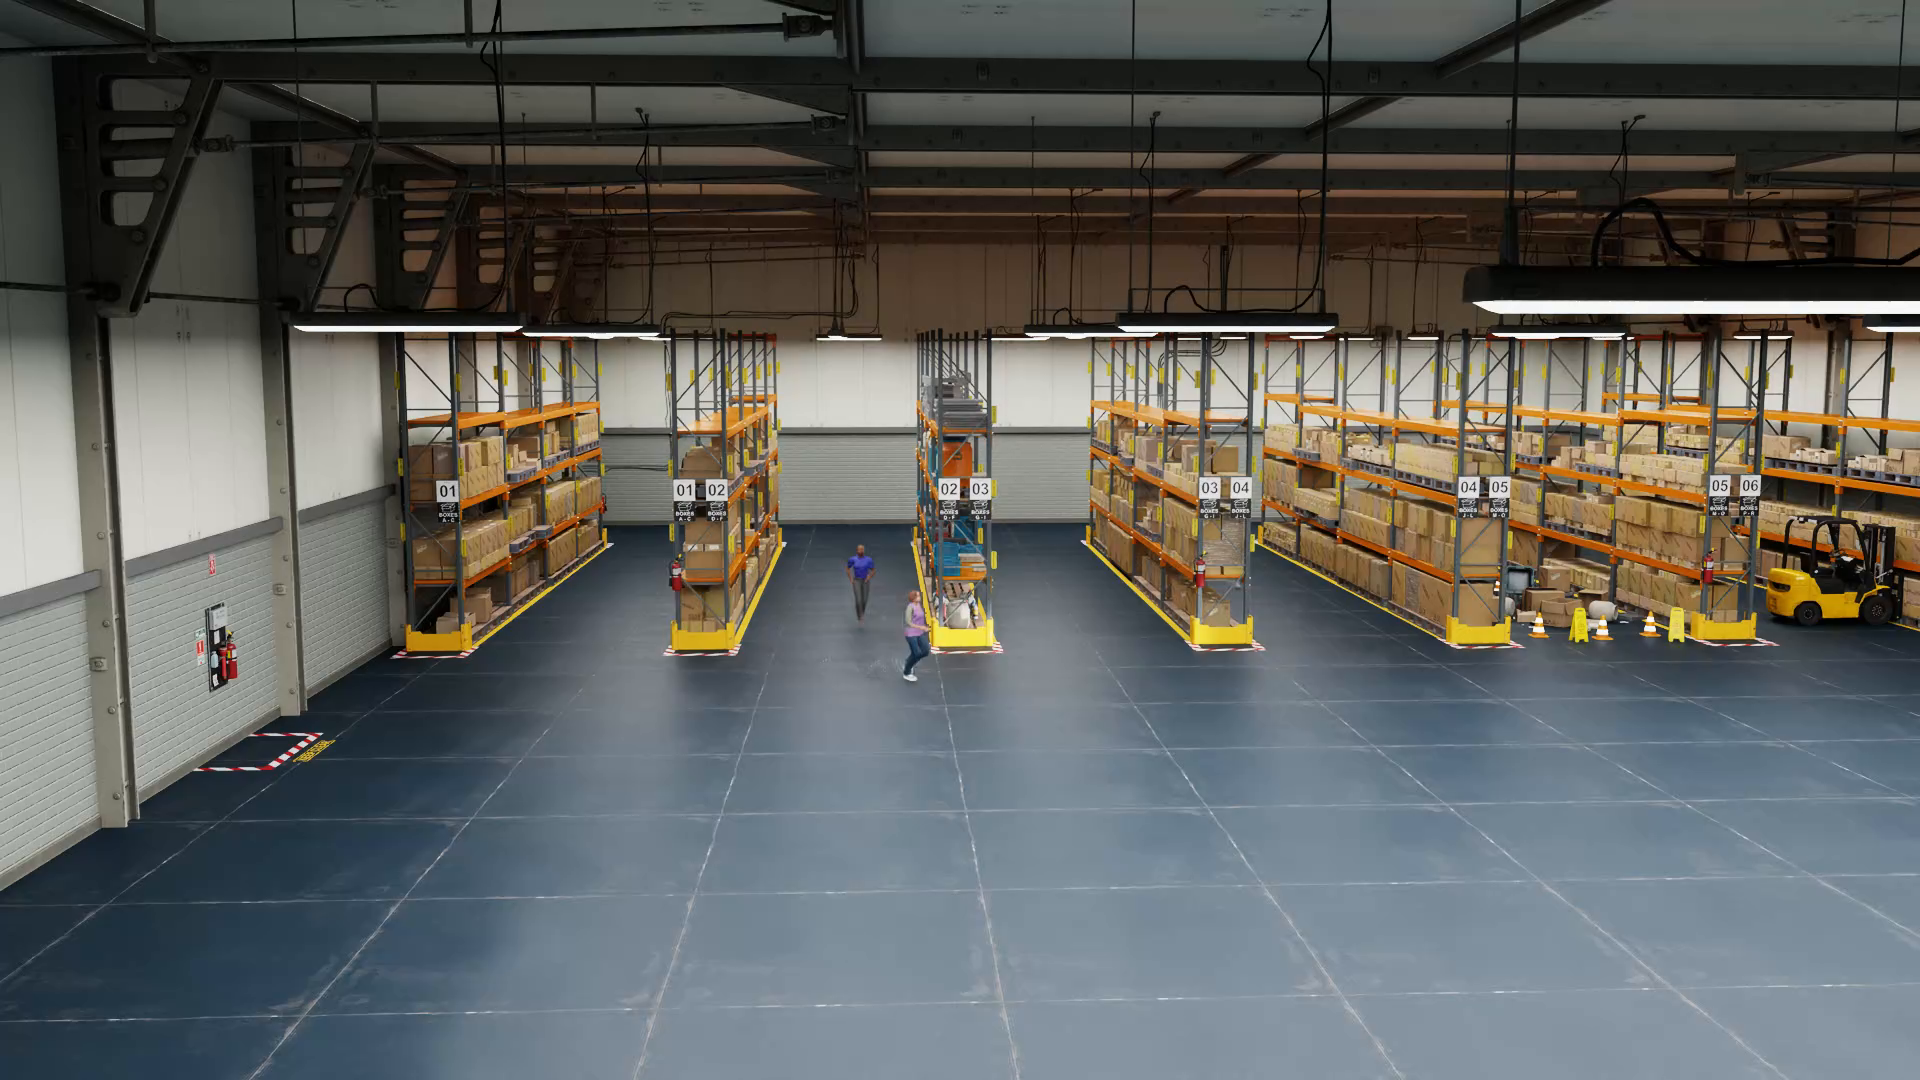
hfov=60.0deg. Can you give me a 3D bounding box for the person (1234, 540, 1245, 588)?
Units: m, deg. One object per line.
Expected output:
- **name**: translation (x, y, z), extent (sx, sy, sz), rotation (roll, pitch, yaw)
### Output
- **person**: translation (6.529, 0.250, 39.152), extent (0.689, 1.739, 0.730), rotation (-1, 7, -6)

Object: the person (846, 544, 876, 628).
- **person**: translation (-2.018, 0.907, 33.952), extent (0.596, 1.661, 0.818), rotation (-1, 7, -10)

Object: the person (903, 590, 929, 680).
- **person**: translation (-0.731, 1.615, 28.287), extent (0.545, 1.559, 0.566), rotation (3, 8, 27)

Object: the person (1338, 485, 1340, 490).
- **person**: translation (10.855, -0.742, 47.615), extent (0.763, 1.725, 0.880), rotation (0, 7, 2)
